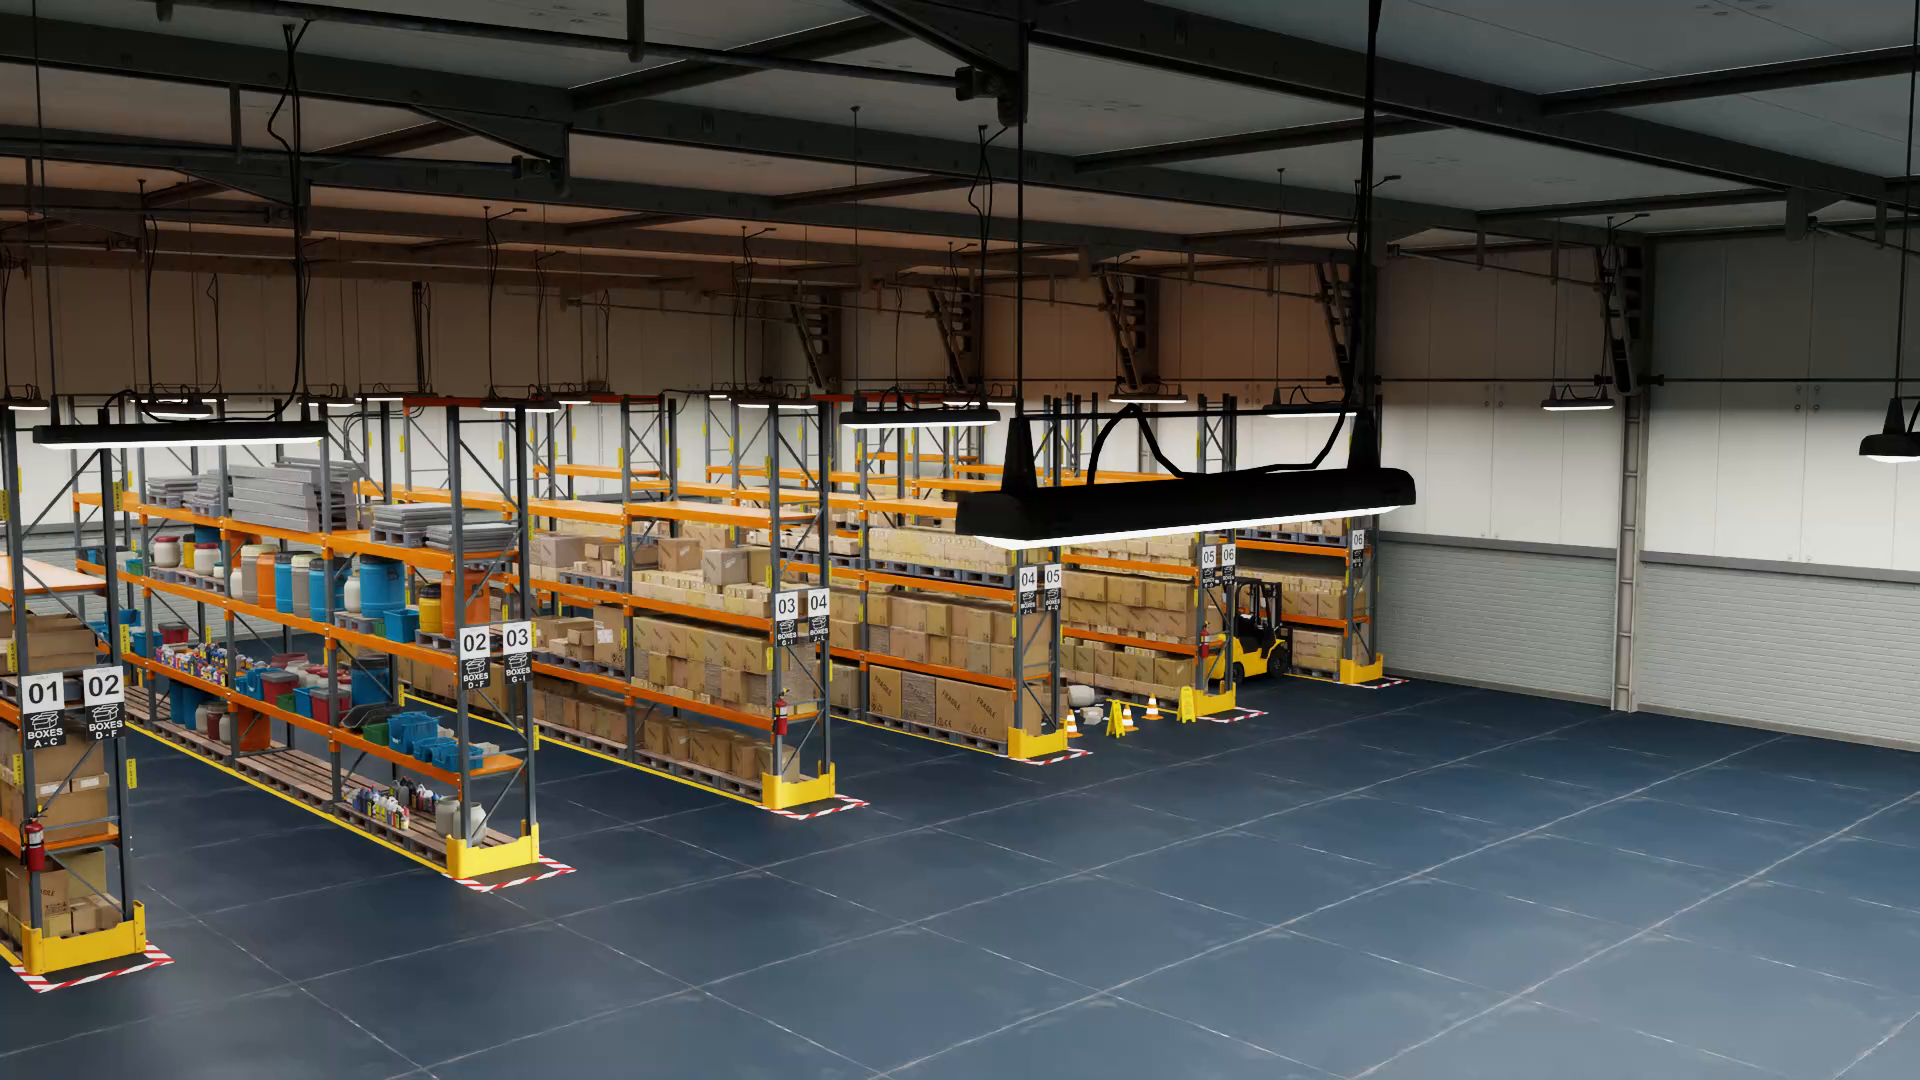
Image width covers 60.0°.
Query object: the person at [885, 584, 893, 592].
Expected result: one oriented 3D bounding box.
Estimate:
[{"bbox_3d":[-1.479,1.754,35.993,0.474,1.597,0.339,2,6,17],"label":"person"}]
